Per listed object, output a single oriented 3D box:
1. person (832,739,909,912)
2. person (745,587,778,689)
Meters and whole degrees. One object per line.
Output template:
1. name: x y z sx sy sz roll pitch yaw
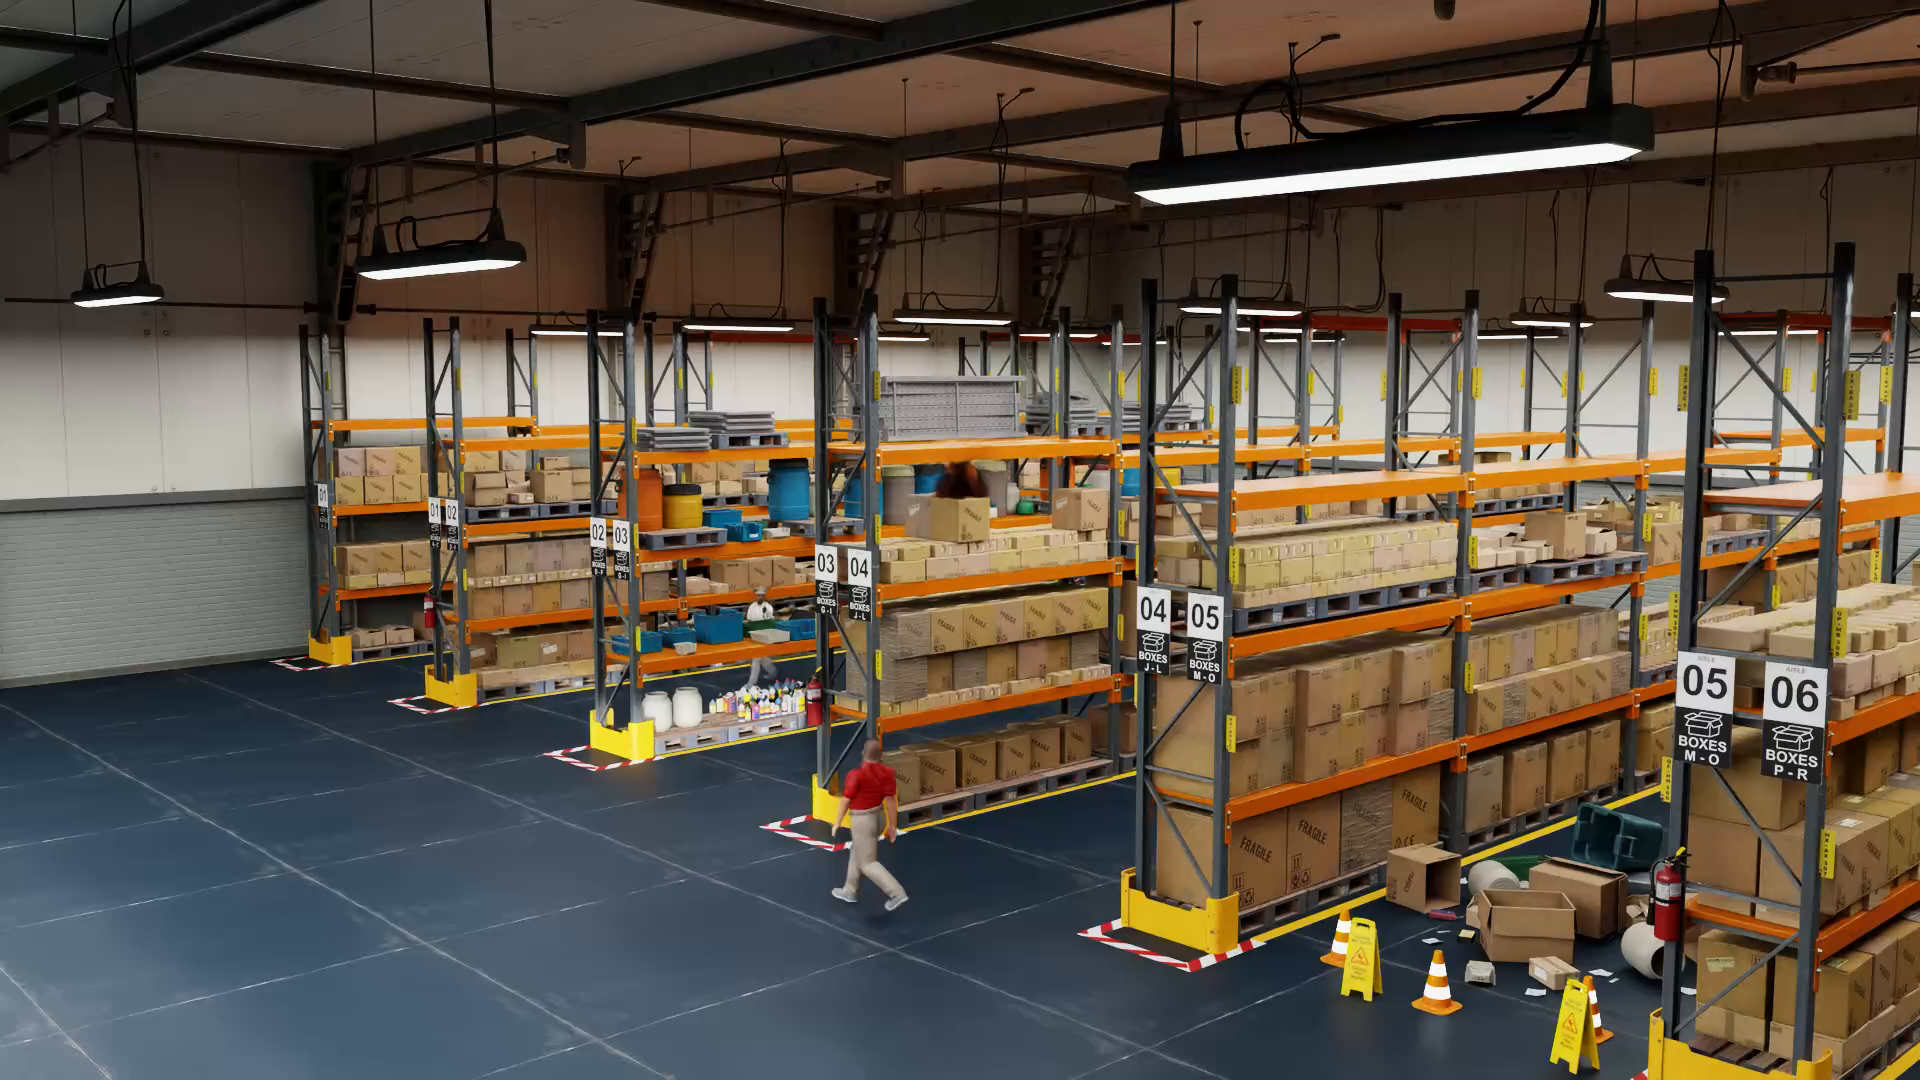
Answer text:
1. person: -0.903 2.722 15.943 0.974 1.676 0.517 3 6 25
2. person: -3.296 1.581 27.411 0.428 1.648 0.964 5 7 39
